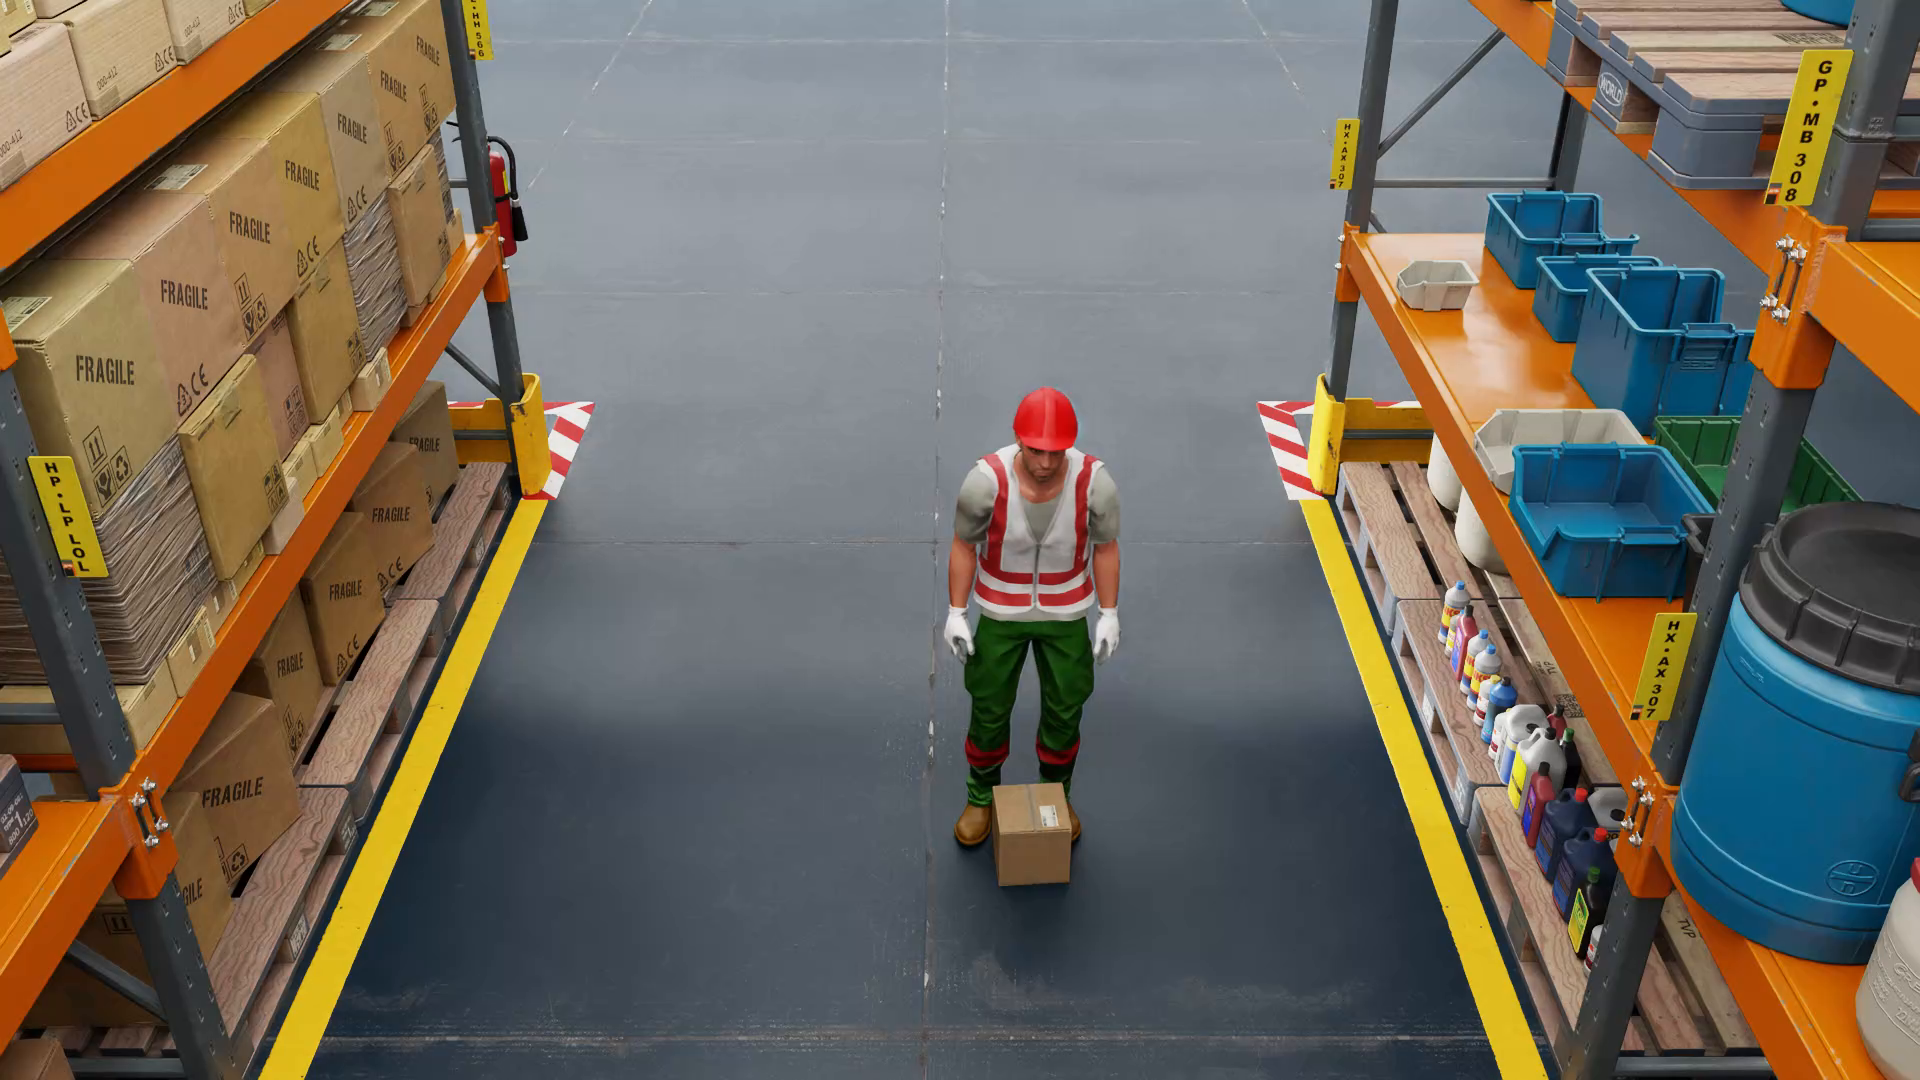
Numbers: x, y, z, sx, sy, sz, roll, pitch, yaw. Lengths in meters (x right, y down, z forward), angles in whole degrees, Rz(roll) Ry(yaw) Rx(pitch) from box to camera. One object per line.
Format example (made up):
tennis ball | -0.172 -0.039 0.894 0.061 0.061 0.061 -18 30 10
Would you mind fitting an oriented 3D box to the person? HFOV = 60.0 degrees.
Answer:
person | 0.249 0.269 5.675 0.607 1.780 0.449 0 31 0
